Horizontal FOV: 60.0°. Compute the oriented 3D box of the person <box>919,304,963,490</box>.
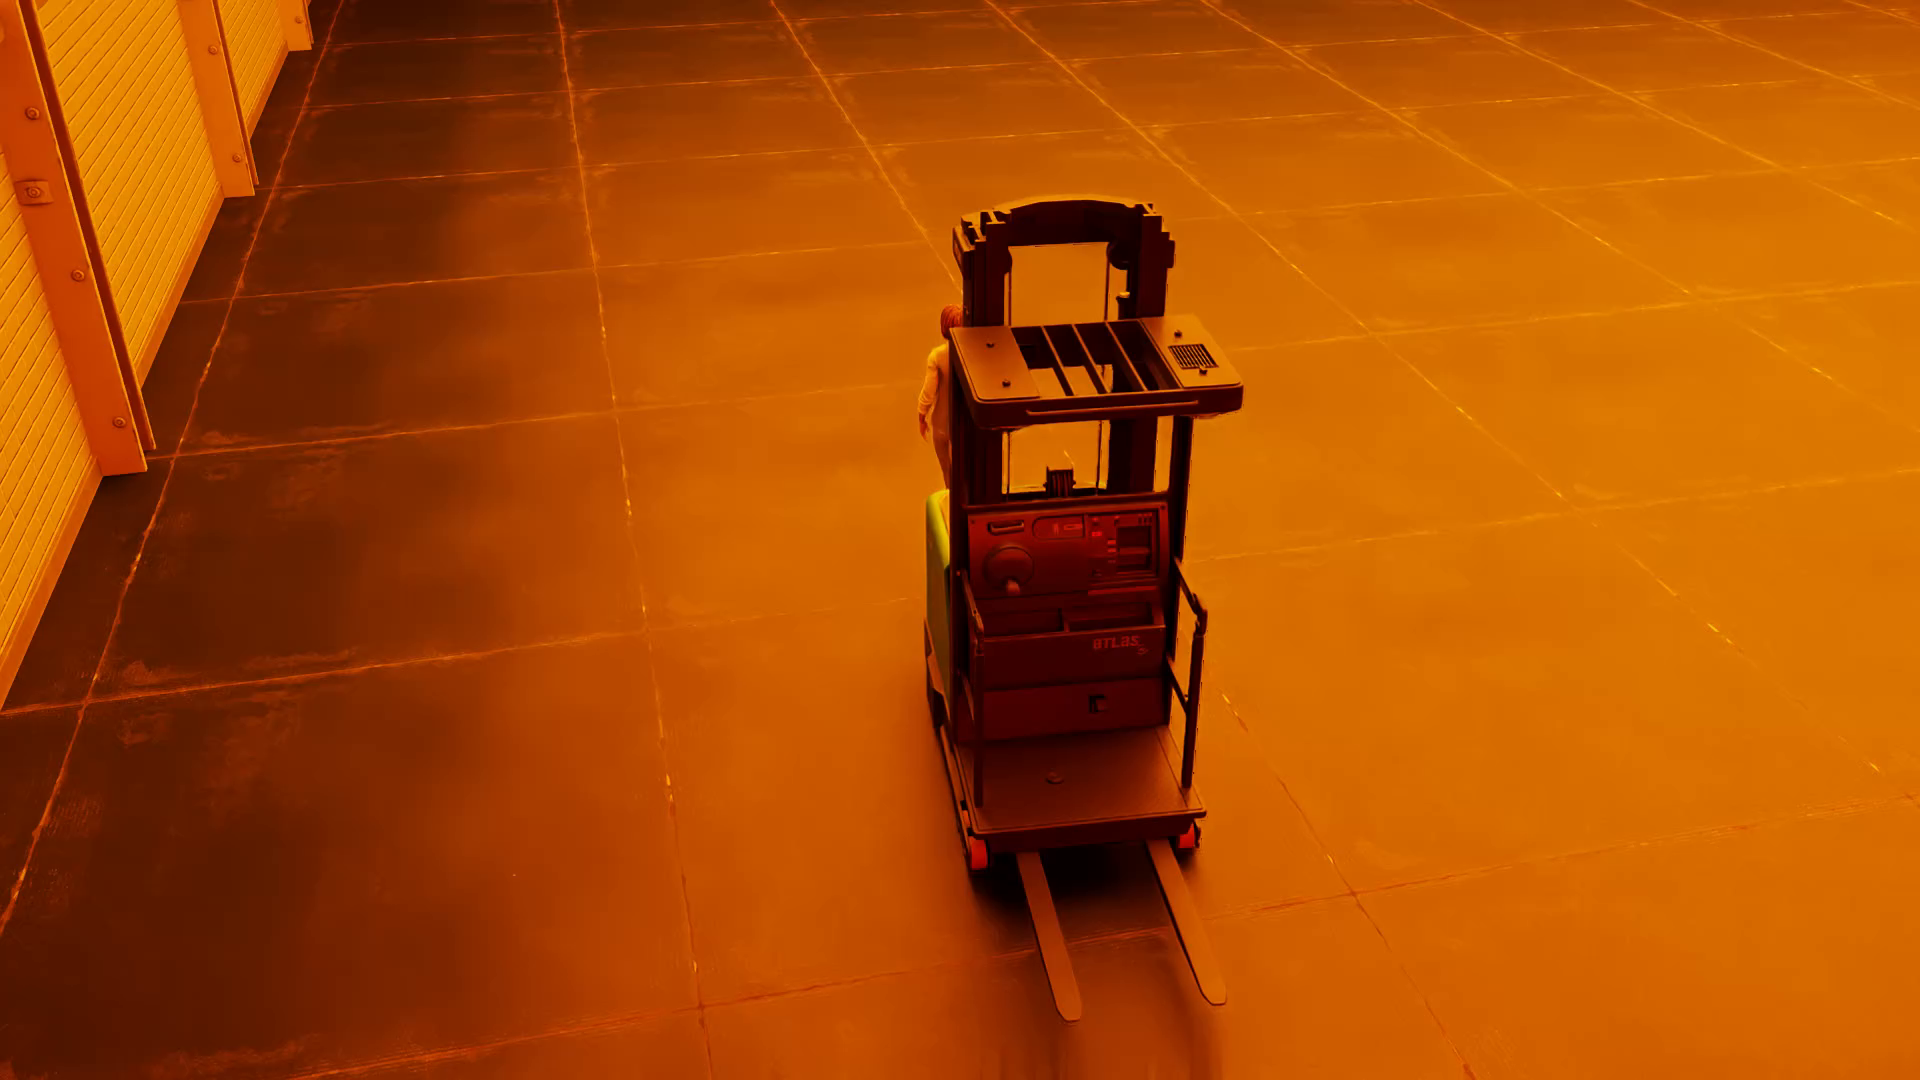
[{"bbox_3d":[-0.011,-0.737,10.172,0.506,1.598,0.489,-4,30,-7],"label":"person"}]

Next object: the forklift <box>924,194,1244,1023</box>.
[{"bbox_3d":[0.532,0.092,7.416,1.130,2.935,3.031,-4,30,-7],"label":"forklift"}]
